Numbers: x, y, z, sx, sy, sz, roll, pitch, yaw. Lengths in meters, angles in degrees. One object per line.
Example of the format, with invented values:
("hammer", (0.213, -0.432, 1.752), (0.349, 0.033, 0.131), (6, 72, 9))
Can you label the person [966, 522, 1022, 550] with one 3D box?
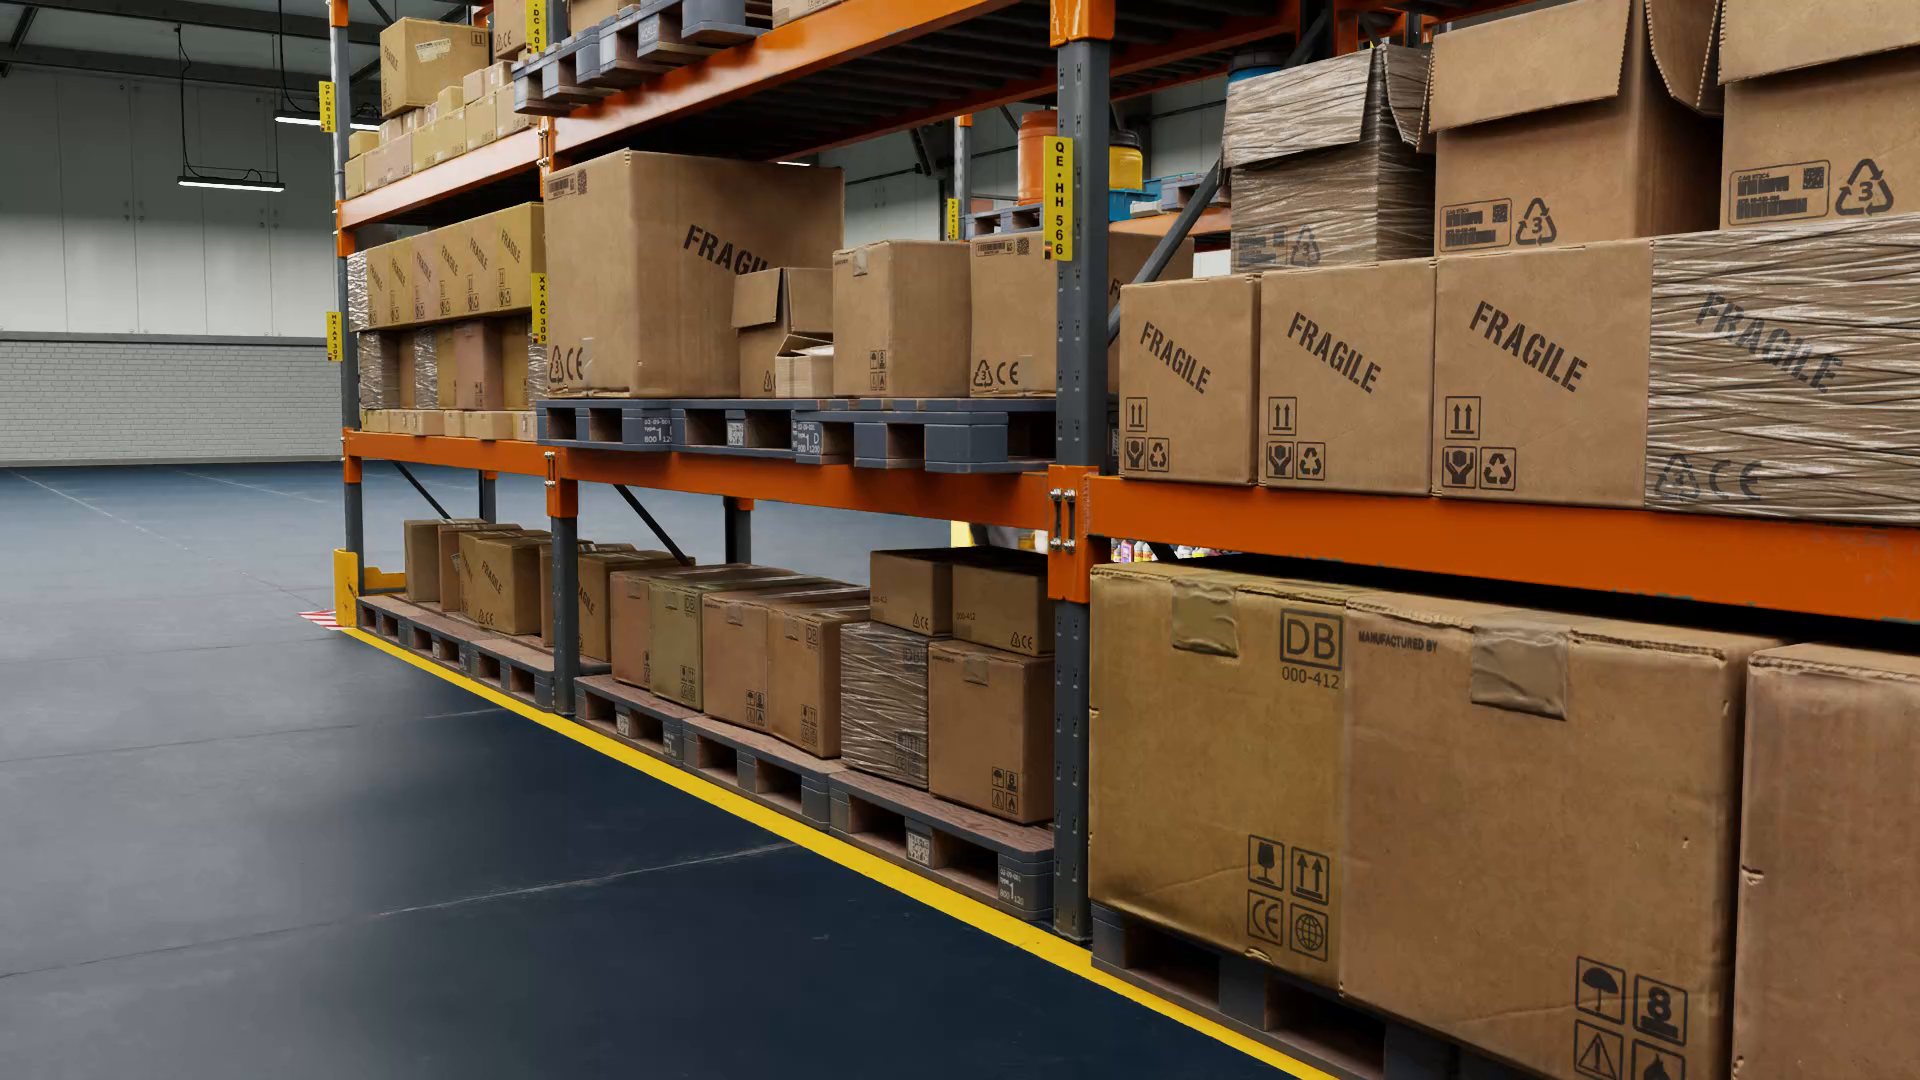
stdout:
("person", (0.217, -0.182, 10.244), (0.413, 1.662, 0.523), (-3, 6, -36))
